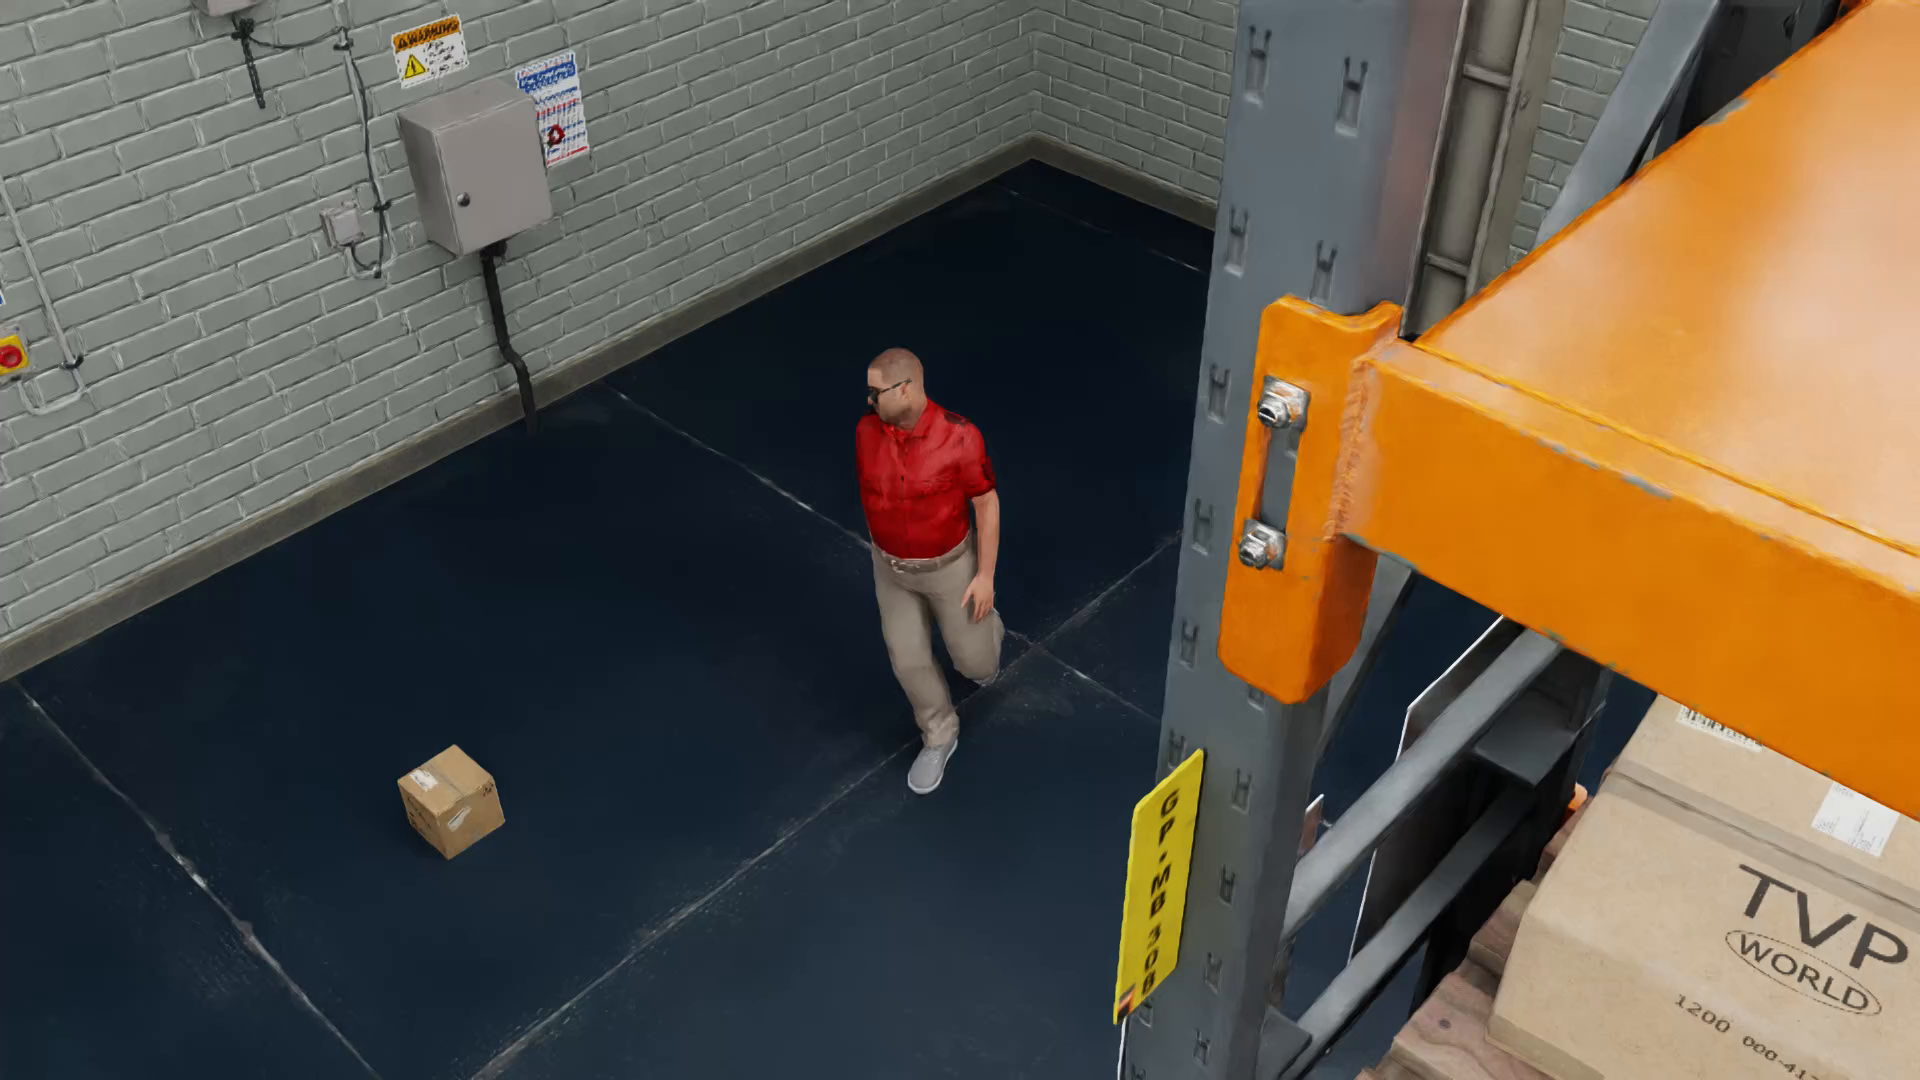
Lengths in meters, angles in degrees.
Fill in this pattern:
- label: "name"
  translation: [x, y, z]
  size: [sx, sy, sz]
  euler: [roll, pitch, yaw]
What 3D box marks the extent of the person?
- label: "person"
  translation: [-0.119, 0.076, 6.109]
  size: [0.609, 1.675, 0.764]
  euler: [14, 41, 17]
